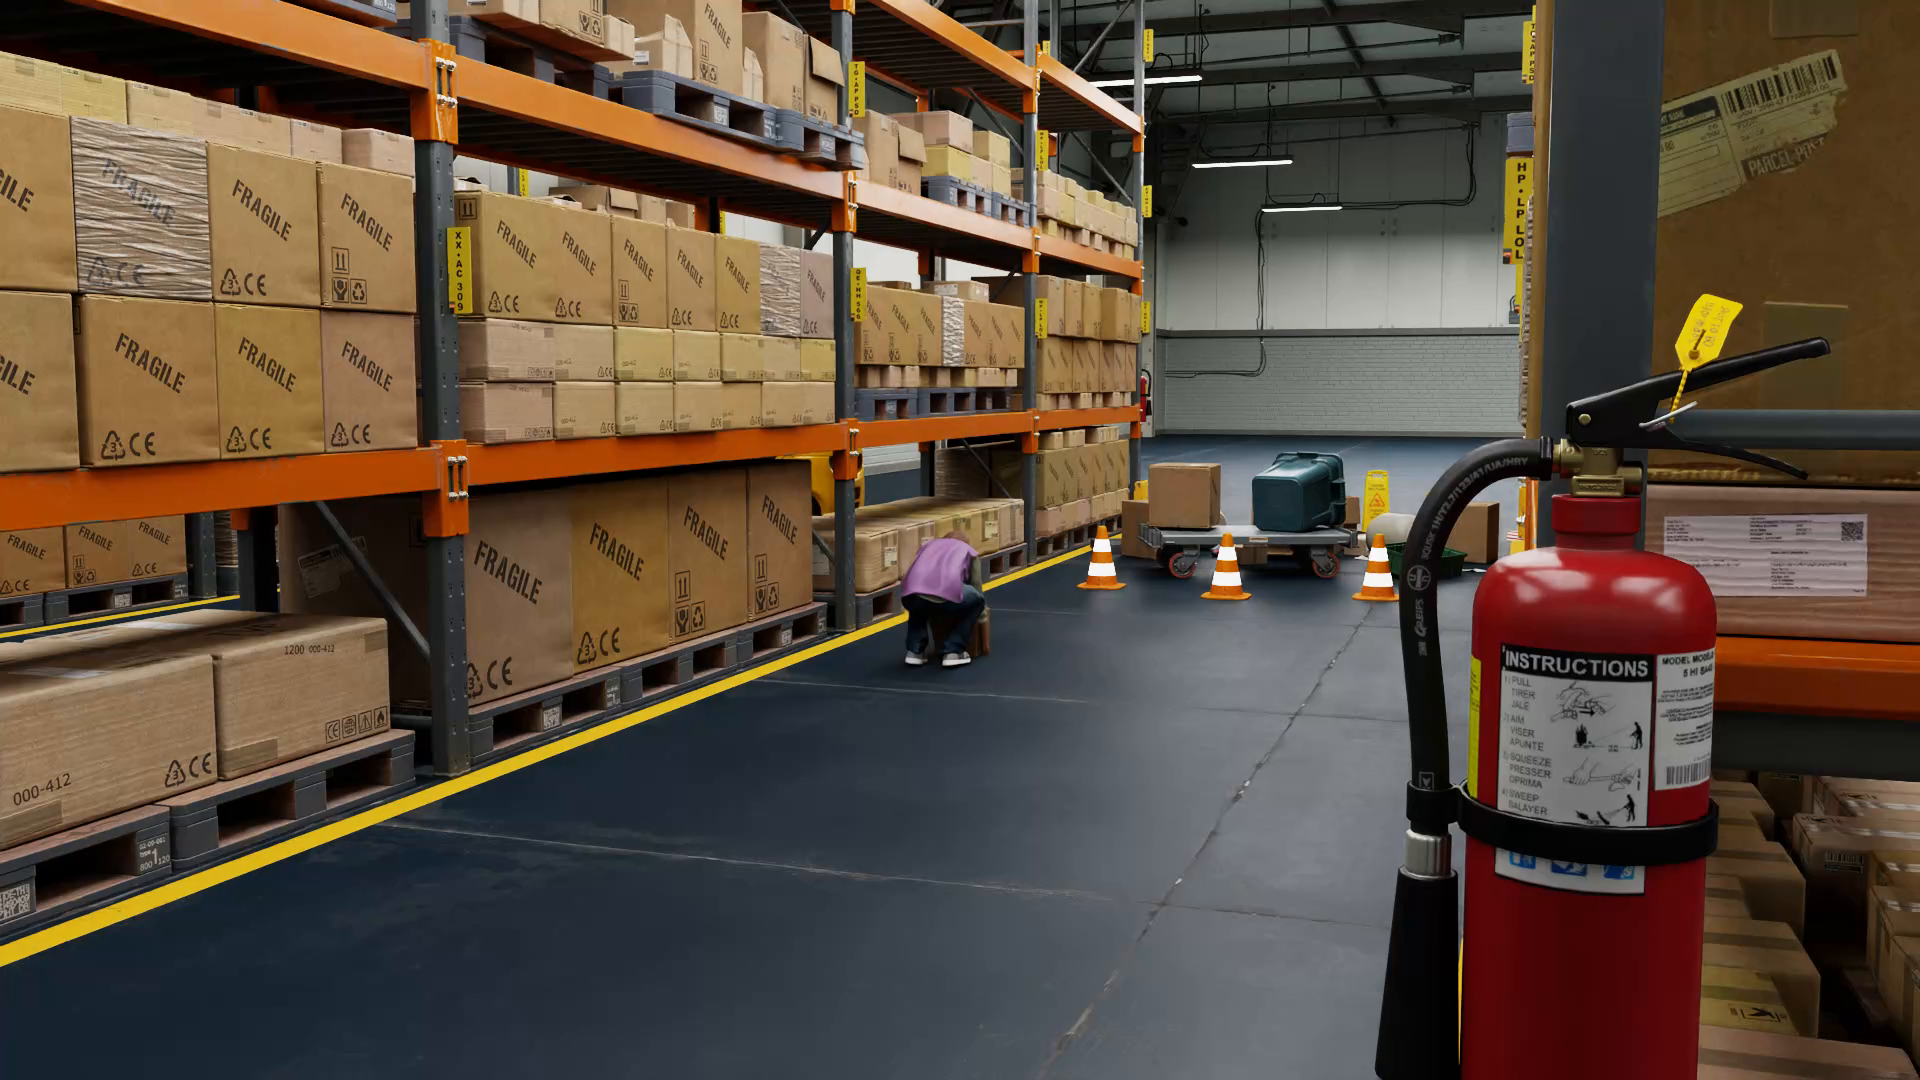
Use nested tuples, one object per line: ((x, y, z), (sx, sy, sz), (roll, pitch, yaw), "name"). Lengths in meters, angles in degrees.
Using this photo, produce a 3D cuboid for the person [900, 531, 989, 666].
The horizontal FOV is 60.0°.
((-0.086, 0.348, 9.269), (0.427, 0.734, 0.847), (2, 6, 17), "person")
